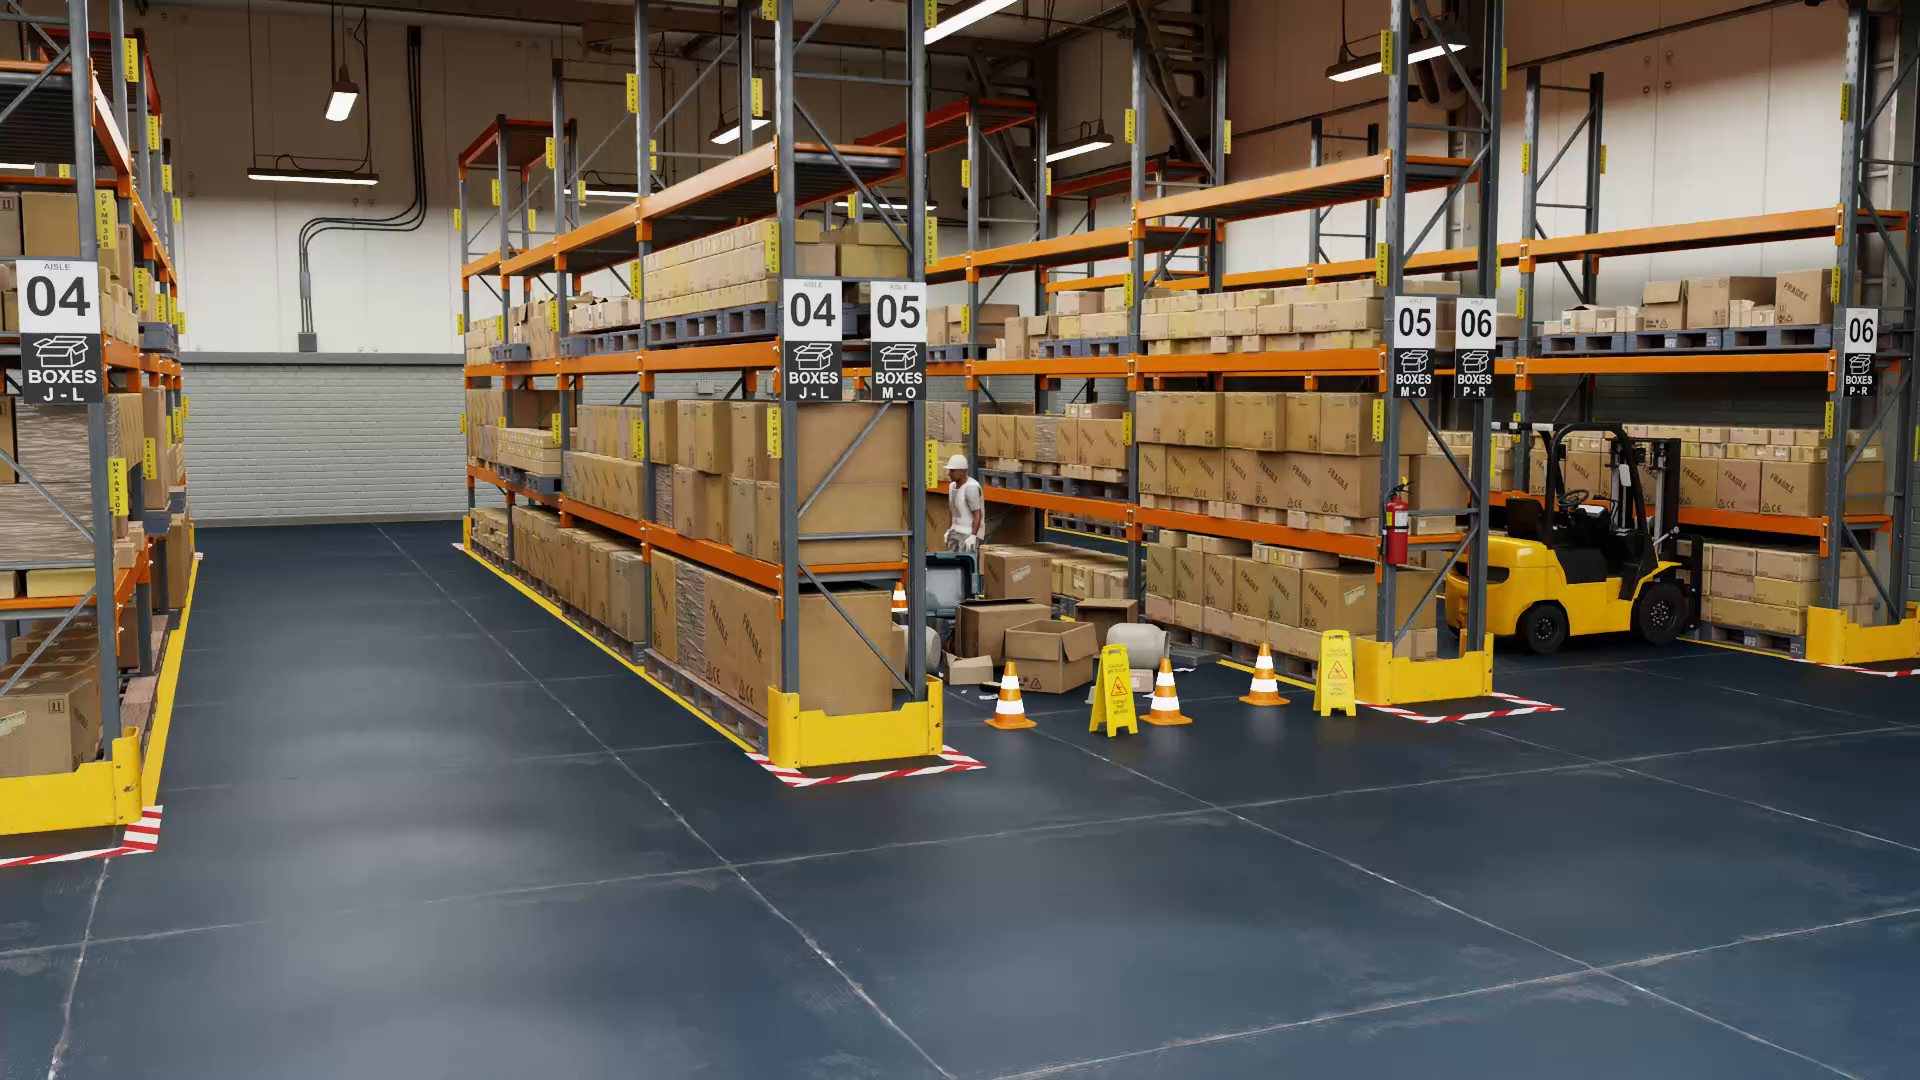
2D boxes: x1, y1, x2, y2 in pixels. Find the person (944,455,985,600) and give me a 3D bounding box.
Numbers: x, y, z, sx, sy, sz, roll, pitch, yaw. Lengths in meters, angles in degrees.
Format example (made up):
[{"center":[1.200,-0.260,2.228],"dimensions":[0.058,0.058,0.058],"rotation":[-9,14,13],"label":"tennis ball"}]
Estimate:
[{"center":[0.021,-0.031,17.876],"dimensions":[0.447,1.774,0.616],"rotation":[-3,6,-27],"label":"person"}]
